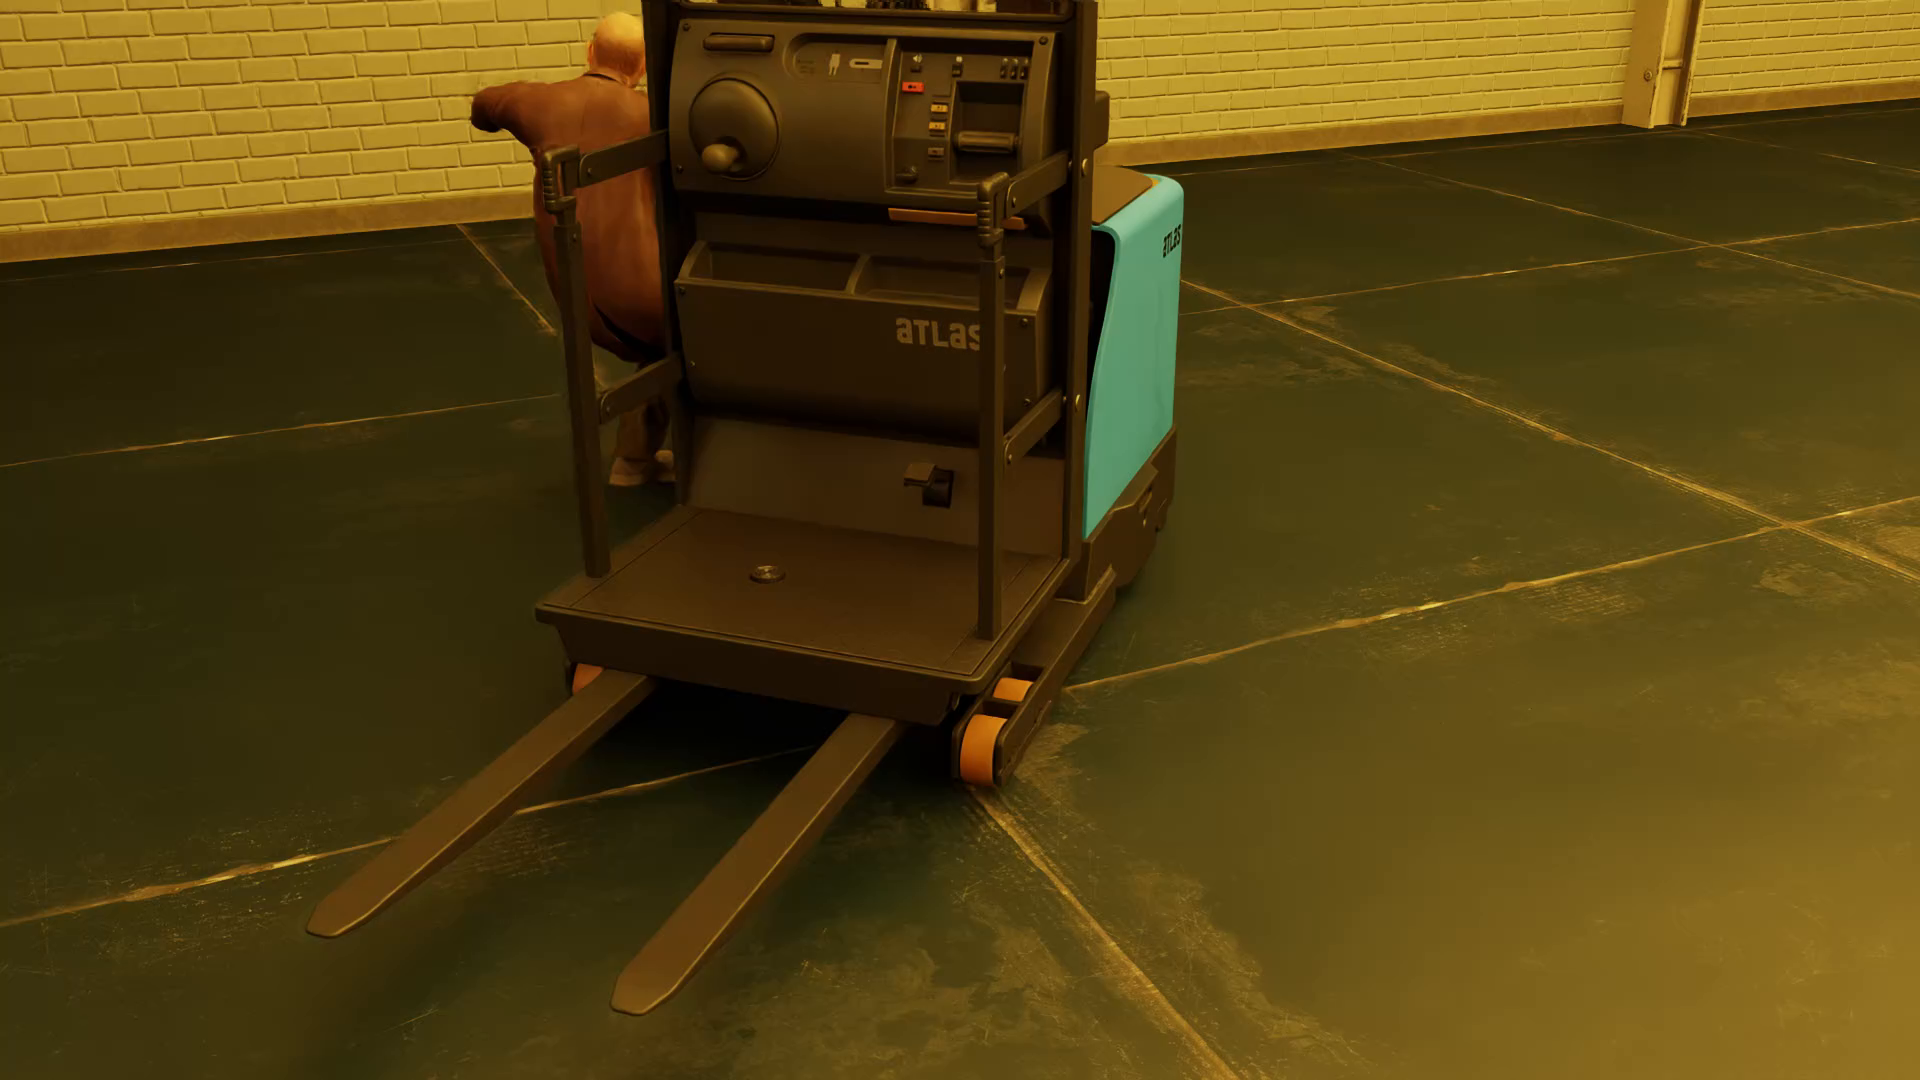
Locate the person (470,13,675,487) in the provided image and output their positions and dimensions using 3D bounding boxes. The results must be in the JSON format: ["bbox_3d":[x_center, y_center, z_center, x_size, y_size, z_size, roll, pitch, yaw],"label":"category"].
[{"bbox_3d":[-0.983,-0.924,5.387,1.617,1.498,0.804,7,24,17],"label":"person"}]

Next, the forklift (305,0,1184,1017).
[{"bbox_3d":[-0.310,-0.971,3.623,1.130,2.935,3.031,8,24,18],"label":"forklift"}]
